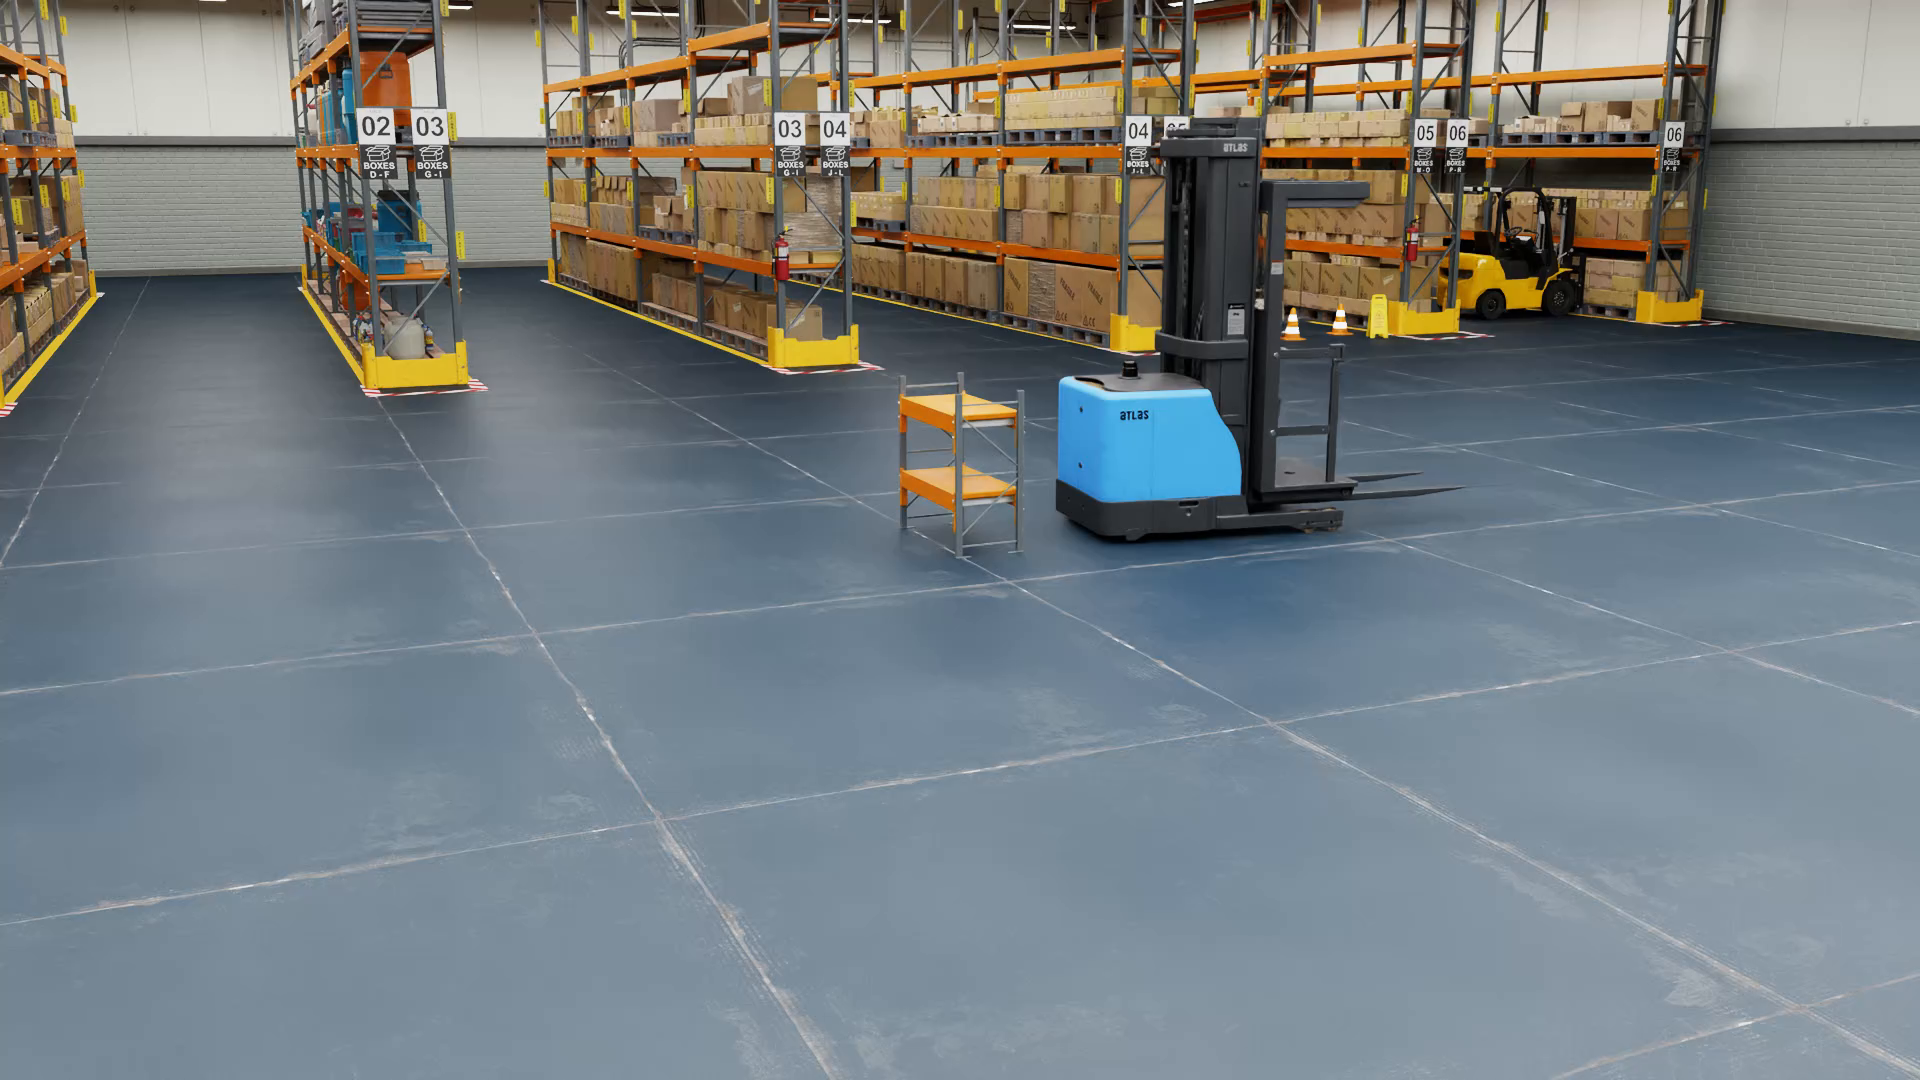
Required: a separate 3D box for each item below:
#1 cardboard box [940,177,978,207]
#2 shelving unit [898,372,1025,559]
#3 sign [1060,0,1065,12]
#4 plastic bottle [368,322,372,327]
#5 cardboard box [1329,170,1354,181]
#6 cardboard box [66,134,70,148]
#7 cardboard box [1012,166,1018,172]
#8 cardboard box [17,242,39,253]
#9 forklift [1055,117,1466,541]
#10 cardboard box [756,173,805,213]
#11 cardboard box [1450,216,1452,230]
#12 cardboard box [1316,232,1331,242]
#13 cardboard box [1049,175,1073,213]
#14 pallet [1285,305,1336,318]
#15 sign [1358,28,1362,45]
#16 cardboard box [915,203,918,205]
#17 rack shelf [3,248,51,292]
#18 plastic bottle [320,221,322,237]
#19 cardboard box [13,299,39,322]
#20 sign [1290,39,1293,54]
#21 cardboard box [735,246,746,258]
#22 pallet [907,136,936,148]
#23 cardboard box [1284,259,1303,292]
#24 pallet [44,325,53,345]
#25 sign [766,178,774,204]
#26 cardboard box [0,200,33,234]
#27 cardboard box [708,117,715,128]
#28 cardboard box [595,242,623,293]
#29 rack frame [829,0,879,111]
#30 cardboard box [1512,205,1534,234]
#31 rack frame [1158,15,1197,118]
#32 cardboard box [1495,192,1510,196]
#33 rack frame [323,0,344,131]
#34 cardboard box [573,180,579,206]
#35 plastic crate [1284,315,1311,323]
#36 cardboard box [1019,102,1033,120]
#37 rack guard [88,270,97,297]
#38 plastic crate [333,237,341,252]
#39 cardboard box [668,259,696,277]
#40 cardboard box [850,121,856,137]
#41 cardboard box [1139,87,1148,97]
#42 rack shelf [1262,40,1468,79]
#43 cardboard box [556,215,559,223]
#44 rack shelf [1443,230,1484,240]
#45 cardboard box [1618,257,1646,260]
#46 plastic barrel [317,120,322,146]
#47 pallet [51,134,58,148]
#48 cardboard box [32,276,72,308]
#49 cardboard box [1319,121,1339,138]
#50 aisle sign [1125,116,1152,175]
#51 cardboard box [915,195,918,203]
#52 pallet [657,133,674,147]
[{"bbox_3d":[0.071,-6.070,29.004,0.700,0.500,0.500,-6,14,-24],"label":"cardboard box"},{"bbox_3d":[-0.003,-0.549,11.749,0.538,1.125,1.048,-6,14,-23],"label":"shelving unit"},{"bbox_3d":[1.610,-8.511,26.265,0.100,0.325,0.005,-6,14,-23],"label":"sign"},{"bbox_3d":[-7.920,-2.799,22.385,0.097,0.271,0.097,0,13,0],"label":"plastic bottle"},{"bbox_3d":[6.290,-5.621,26.404,0.700,0.500,0.500,-6,14,-24],"label":"cardboard box"},{"bbox_3d":[-16.529,-7.269,30.305,0.500,0.250,0.500,-6,14,-23],"label":"cardboard box"},{"bbox_3d":[1.401,-8.338,37.366,0.380,0.149,0.250,-6,14,-23],"label":"cardboard box"},{"bbox_3d":[-13.561,-4.233,24.066,0.380,0.149,0.250,-6,14,-23],"label":"cardboard box"},{"bbox_3d":[2.297,-1.589,12.237,3.031,2.935,1.130,-4,14,-16],"label":"forklift"},{"bbox_3d":[-2.338,-4.530,21.691,0.500,0.500,0.500,-6,14,-23],"label":"cardboard box"},{"bbox_3d":[9.485,-6.039,31.644,0.500,0.250,0.500,-6,14,-23],"label":"cardboard box"},{"bbox_3d":[6.049,-4.948,27.154,0.380,0.149,0.250,-6,14,-23],"label":"cardboard box"},{"bbox_3d":[1.845,-5.195,24.937,0.875,0.550,0.500,-6,14,-23],"label":"cardboard box"},{"bbox_3d":[5.888,-3.985,28.621,1.003,0.211,1.213,-6,14,-23],"label":"pallet"},{"bbox_3d":[8.038,-10.120,33.392,0.100,0.325,0.005,-6,14,-23],"label":"sign"},{"bbox_3d":[-0.631,-6.239,31.139,0.380,0.149,0.250,-5,14,-20],"label":"cardboard box"},{"bbox_3d":[-13.373,-3.753,23.028,1.077,0.370,4.000,-6,14,-23],"label":"rack shelf"},{"bbox_3d":[-10.936,-5.360,28.652,0.152,0.276,0.135,-6,14,-23],"label":"plastic bottle"},{"bbox_3d":[-12.913,-3.147,22.738,0.500,0.311,0.500,-6,14,-25],"label":"cardboard box"},{"bbox_3d":[7.435,-11.088,37.396,0.100,0.325,0.005,-6,14,-23],"label":"sign"},{"bbox_3d":[-2.892,-3.976,22.954,0.380,0.149,0.250,-6,14,-23],"label":"cardboard box"},{"bbox_3d":[-0.204,-7.079,29.570,1.213,0.211,1.003,-5,14,-20],"label":"pallet"},{"bbox_3d":[5.801,-4.454,27.965,0.500,0.500,0.500,-5,14,-21],"label":"cardboard box"},{"bbox_3d":[-13.880,-2.985,24.297,1.003,0.211,1.213,-6,14,-23],"label":"pallet"},{"bbox_3d":[-2.408,-4.430,21.089,0.100,0.325,0.005,-6,14,-23],"label":"sign"},{"bbox_3d":[-14.530,-4.890,25.192,0.700,0.500,0.500,-12,18,-42],"label":"cardboard box"},{"bbox_3d":[-3.387,-5.965,23.785,0.380,0.149,0.250,-6,14,-23],"label":"cardboard box"},{"bbox_3d":[-6.065,-5.092,30.997,1.225,0.875,0.875,-6,14,-25],"label":"cardboard box"},{"bbox_3d":[-2.113,-9.587,33.335,1.000,3.000,0.127,-6,14,-23],"label":"rack frame"},{"bbox_3d":[10.296,-5.756,29.865,0.500,0.500,0.500,-5,14,-22],"label":"cardboard box"},{"bbox_3d":[5.326,-11.330,40.868,1.000,3.000,0.127,-6,14,-23],"label":"rack frame"},{"bbox_3d":[9.989,-6.345,30.314,0.380,0.149,0.250,-5,14,-22],"label":"cardboard box"},{"bbox_3d":[-8.032,-7.060,22.415,1.000,3.000,0.127,-6,14,-23],"label":"rack frame"},{"bbox_3d":[-7.324,-6.849,32.820,0.500,0.500,0.500,-5,14,-22],"label":"cardboard box"},{"bbox_3d":[5.464,-3.658,27.500,0.402,0.080,0.583,-12,18,-42],"label":"plastic crate"},{"bbox_3d":[1.234,-6.567,25.461,0.500,0.250,0.500,-6,14,-23],"label":"cardboard box"},{"bbox_3d":[-17.348,-4.936,32.088,1.175,0.500,0.348,-6,14,-23],"label":"rack guard"},{"bbox_3d":[-8.988,-4.368,24.560,0.450,0.188,0.662,-6,14,-23],"label":"plastic crate"},{"bbox_3d":[-4.578,-4.528,27.687,0.500,0.250,0.500,-4,14,-17],"label":"cardboard box"},{"bbox_3d":[-1.953,-8.086,32.768,0.500,0.311,0.500,-6,14,-24],"label":"cardboard box"},{"bbox_3d":[2.752,-6.315,23.487,0.380,0.149,0.250,-6,14,-23],"label":"cardboard box"},{"bbox_3d":[6.388,-7.637,26.512,1.077,0.370,4.000,-6,14,-23],"label":"rack shelf"},{"bbox_3d":[-8.254,-6.732,34.862,0.380,0.149,0.250,-6,14,-24],"label":"cardboard box"},{"bbox_3d":[9.332,-5.991,32.699,1.077,0.370,4.000,-6,14,-23],"label":"rack shelf"},{"bbox_3d":[11.513,-4.673,28.359,0.500,0.250,0.500,-6,14,-23],"label":"cardboard box"},{"bbox_3d":[-9.790,-6.387,25.915,0.421,0.512,0.421,0,13,0],"label":"plastic barrel"},{"bbox_3d":[-15.580,-6.572,27.377,1.213,0.211,1.003,-6,14,-23],"label":"pallet"},{"bbox_3d":[-14.925,-4.057,27.315,0.500,0.500,0.500,-5,14,-22],"label":"cardboard box"},{"bbox_3d":[6.120,-6.582,26.679,0.500,0.250,0.500,-5,14,-22],"label":"cardboard box"},{"bbox_3d":[2.447,-5.410,22.826,0.394,0.787,0.004,-6,14,-23],"label":"aisle sign"},{"bbox_3d":[-0.628,-6.378,31.082,0.380,0.149,0.250,-6,14,-24],"label":"cardboard box"},{"bbox_3d":[-4.062,-6.305,26.225,1.213,0.211,1.003,-6,14,-23],"label":"pallet"}]
